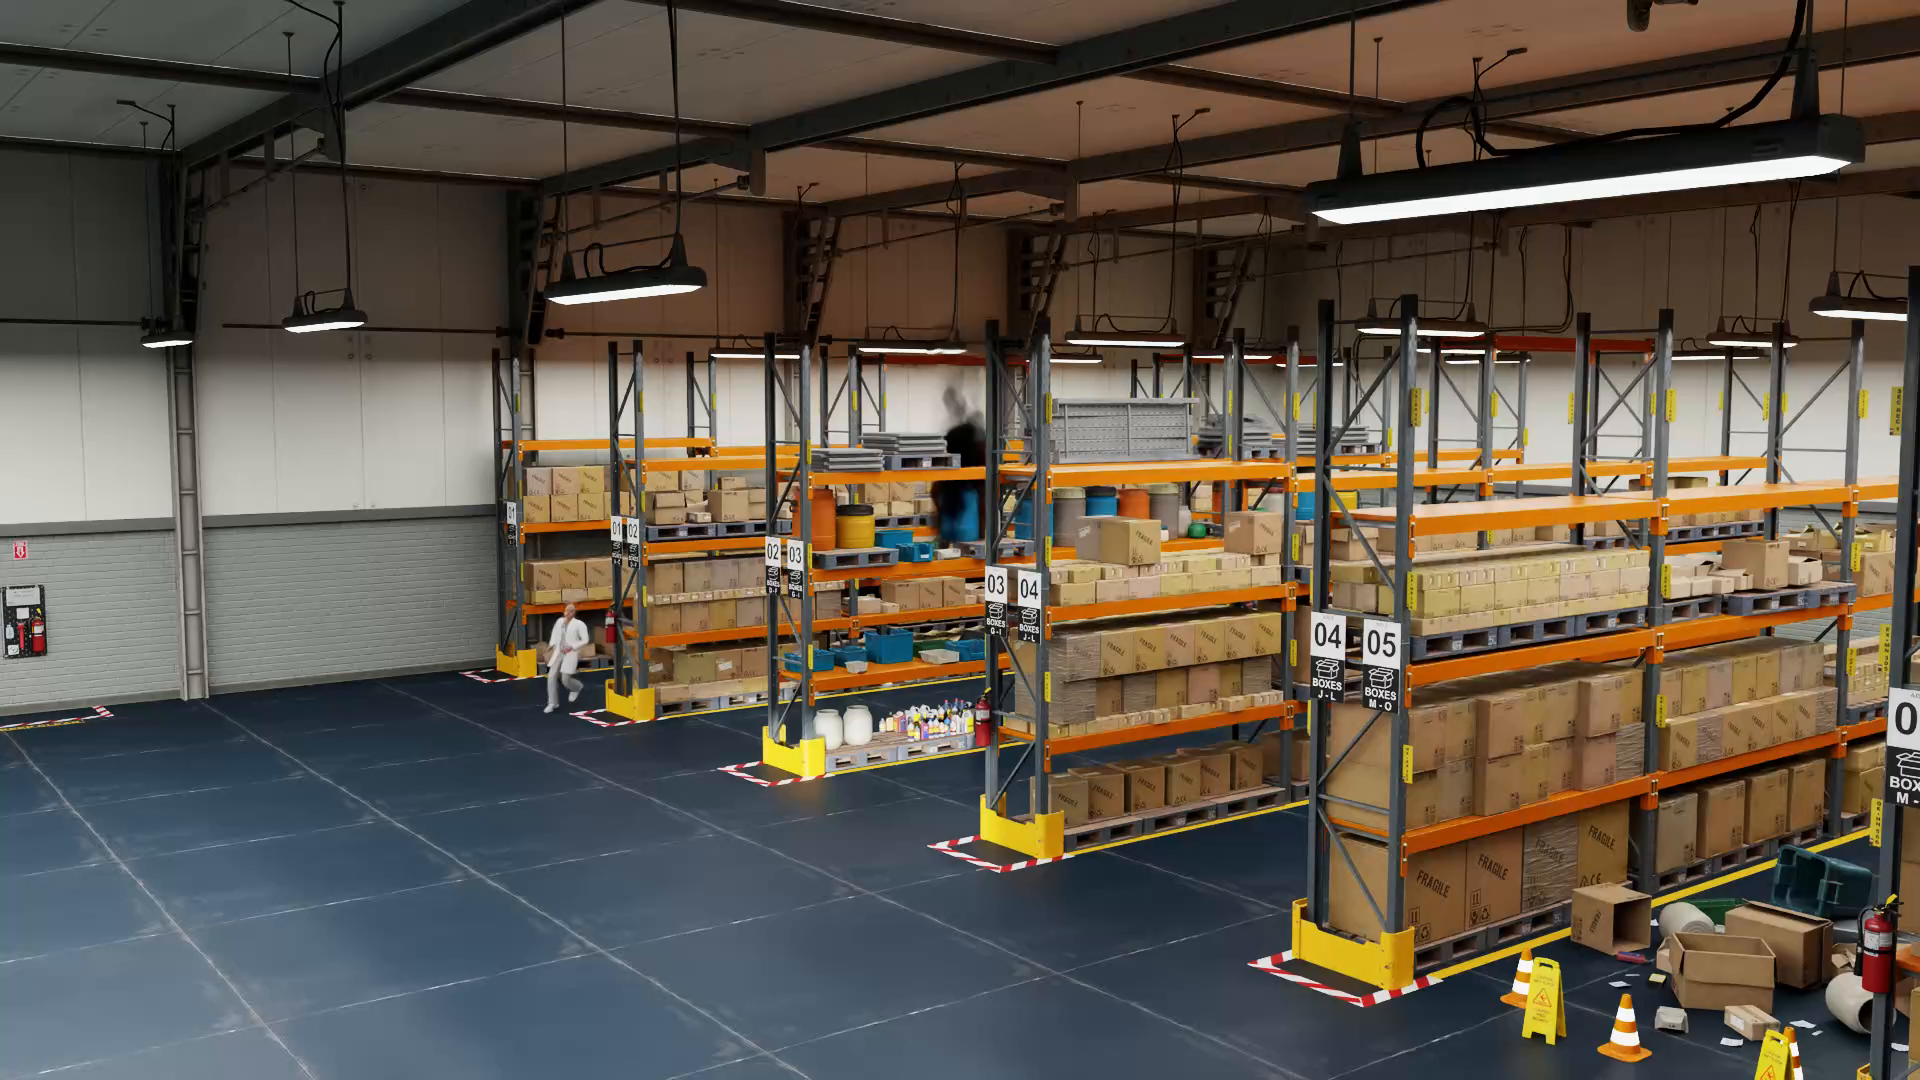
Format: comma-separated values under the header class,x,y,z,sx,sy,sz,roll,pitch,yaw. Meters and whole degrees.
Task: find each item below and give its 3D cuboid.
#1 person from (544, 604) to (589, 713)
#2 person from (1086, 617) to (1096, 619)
class,x,y,z,sx,sy,sz,roll,pitch,yaw
person,-6.415,1.922,27.279,0.749,1.768,0.905,2,5,19
person,2.279,1.774,29.160,0.818,1.716,0.688,-4,6,-38
